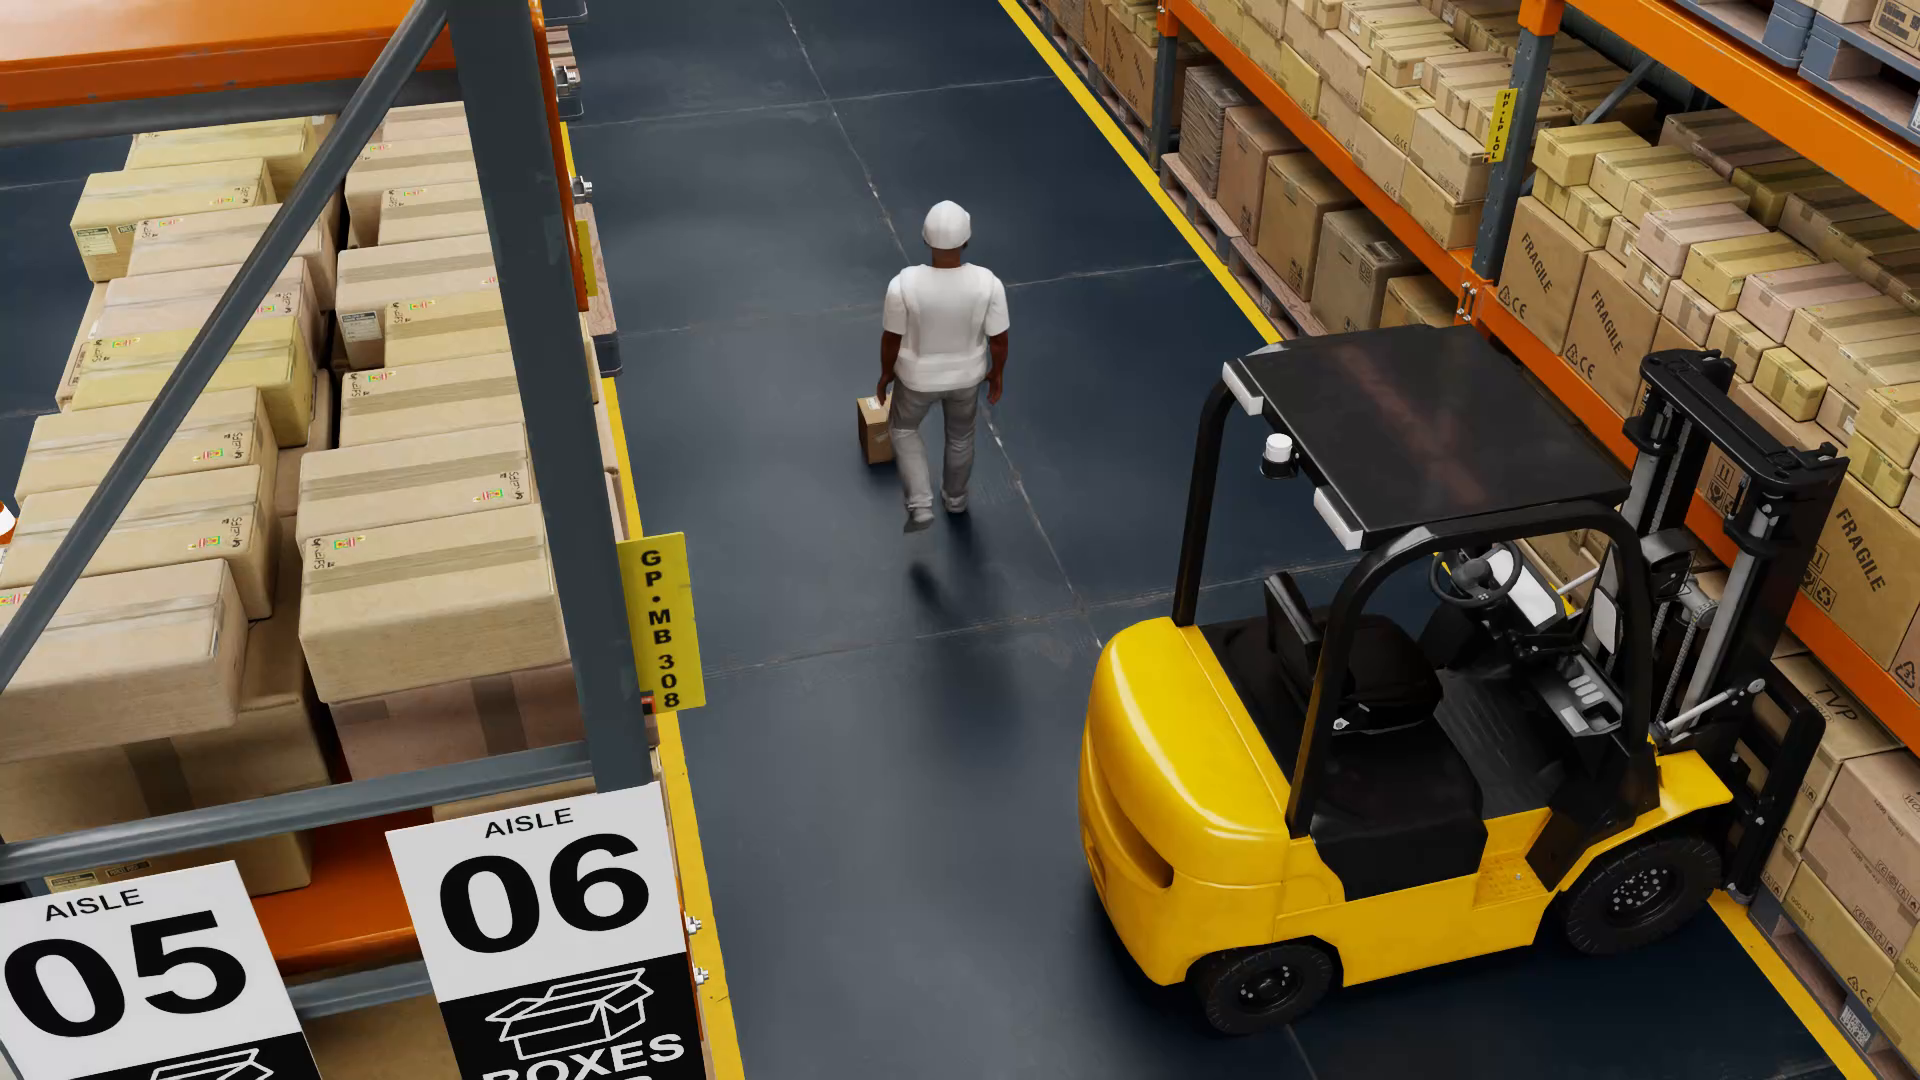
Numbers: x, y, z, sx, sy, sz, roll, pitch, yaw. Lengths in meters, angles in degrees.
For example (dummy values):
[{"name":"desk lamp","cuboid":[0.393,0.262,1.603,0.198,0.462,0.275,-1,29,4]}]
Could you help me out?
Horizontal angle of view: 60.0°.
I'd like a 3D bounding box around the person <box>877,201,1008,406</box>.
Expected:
[{"name":"person","cuboid":[-0.083,-1.022,7.425,0.600,1.082,0.355,-5,38,-6]}]
